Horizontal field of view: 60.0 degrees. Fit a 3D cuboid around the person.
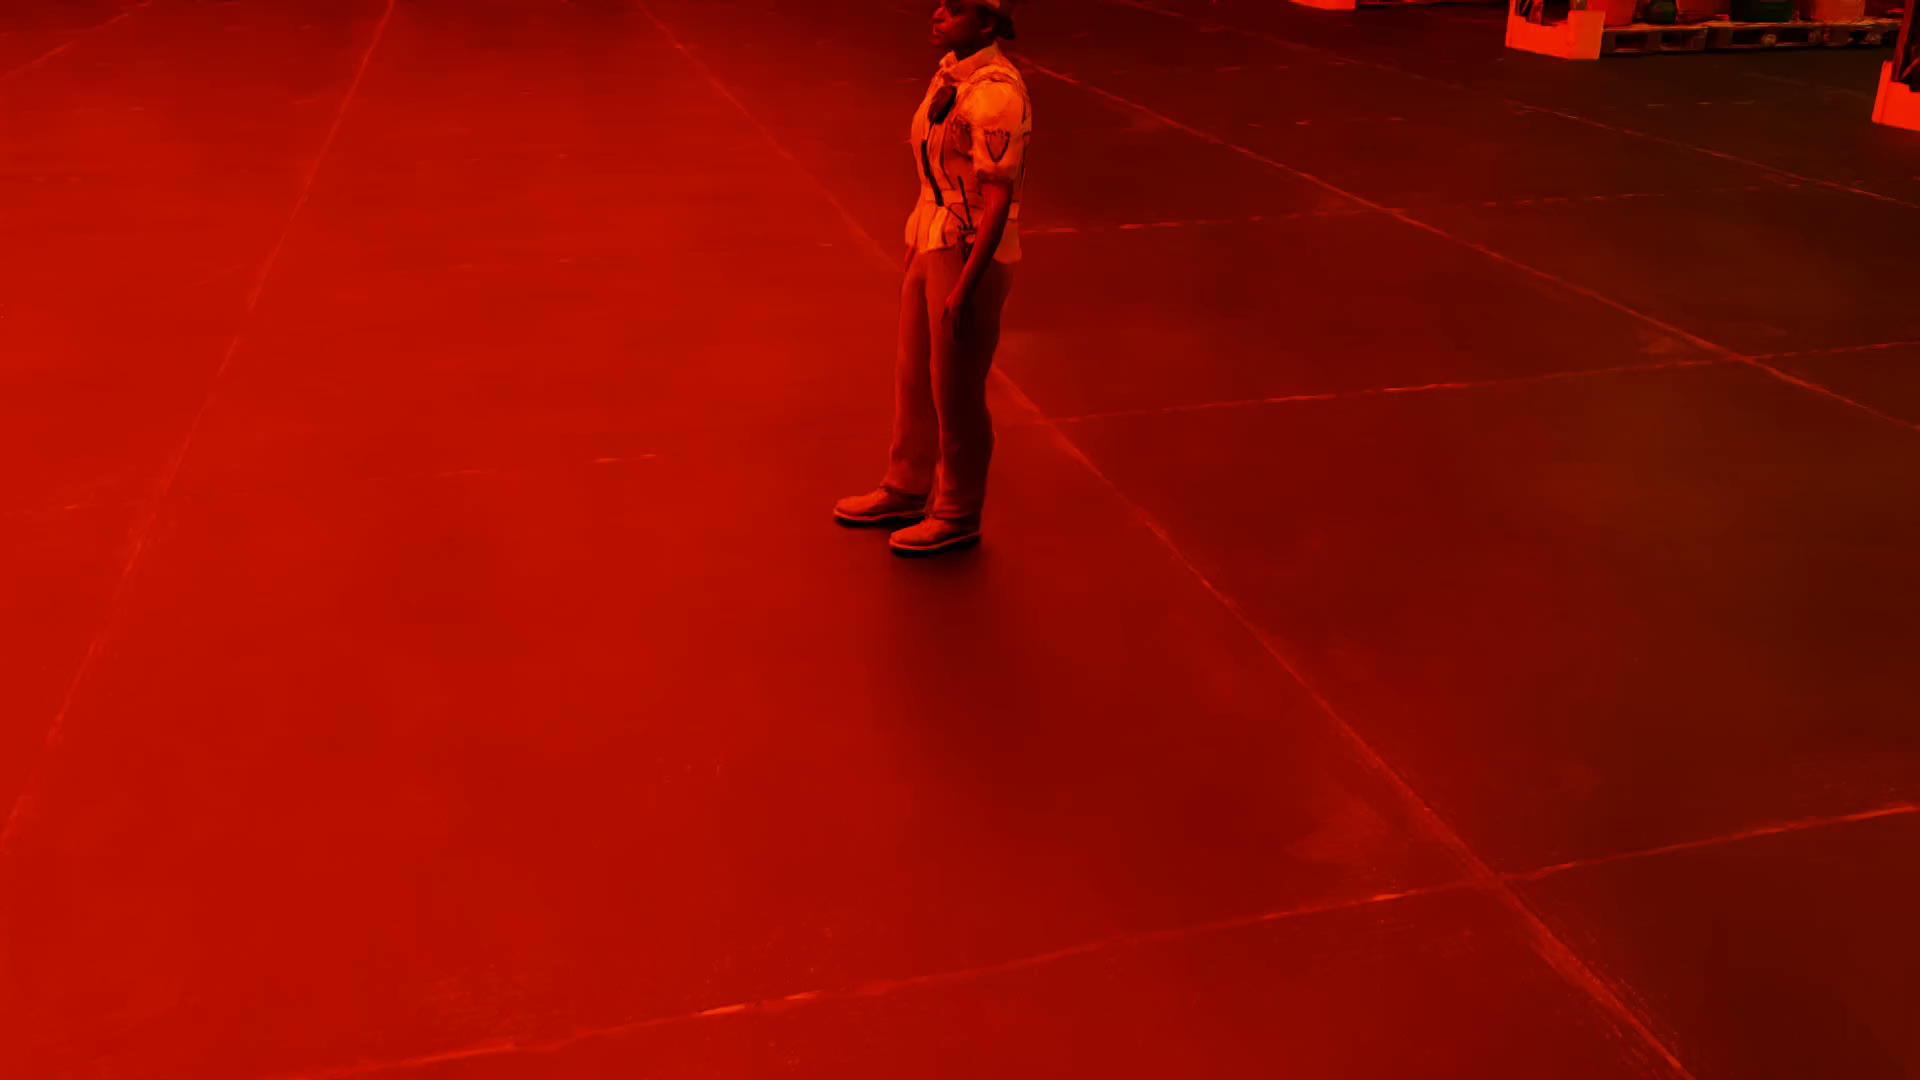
[{"bbox_3d":[-0.078,-0.786,4.717,0.529,1.695,0.570,-6,24,-14],"label":"person"}]
